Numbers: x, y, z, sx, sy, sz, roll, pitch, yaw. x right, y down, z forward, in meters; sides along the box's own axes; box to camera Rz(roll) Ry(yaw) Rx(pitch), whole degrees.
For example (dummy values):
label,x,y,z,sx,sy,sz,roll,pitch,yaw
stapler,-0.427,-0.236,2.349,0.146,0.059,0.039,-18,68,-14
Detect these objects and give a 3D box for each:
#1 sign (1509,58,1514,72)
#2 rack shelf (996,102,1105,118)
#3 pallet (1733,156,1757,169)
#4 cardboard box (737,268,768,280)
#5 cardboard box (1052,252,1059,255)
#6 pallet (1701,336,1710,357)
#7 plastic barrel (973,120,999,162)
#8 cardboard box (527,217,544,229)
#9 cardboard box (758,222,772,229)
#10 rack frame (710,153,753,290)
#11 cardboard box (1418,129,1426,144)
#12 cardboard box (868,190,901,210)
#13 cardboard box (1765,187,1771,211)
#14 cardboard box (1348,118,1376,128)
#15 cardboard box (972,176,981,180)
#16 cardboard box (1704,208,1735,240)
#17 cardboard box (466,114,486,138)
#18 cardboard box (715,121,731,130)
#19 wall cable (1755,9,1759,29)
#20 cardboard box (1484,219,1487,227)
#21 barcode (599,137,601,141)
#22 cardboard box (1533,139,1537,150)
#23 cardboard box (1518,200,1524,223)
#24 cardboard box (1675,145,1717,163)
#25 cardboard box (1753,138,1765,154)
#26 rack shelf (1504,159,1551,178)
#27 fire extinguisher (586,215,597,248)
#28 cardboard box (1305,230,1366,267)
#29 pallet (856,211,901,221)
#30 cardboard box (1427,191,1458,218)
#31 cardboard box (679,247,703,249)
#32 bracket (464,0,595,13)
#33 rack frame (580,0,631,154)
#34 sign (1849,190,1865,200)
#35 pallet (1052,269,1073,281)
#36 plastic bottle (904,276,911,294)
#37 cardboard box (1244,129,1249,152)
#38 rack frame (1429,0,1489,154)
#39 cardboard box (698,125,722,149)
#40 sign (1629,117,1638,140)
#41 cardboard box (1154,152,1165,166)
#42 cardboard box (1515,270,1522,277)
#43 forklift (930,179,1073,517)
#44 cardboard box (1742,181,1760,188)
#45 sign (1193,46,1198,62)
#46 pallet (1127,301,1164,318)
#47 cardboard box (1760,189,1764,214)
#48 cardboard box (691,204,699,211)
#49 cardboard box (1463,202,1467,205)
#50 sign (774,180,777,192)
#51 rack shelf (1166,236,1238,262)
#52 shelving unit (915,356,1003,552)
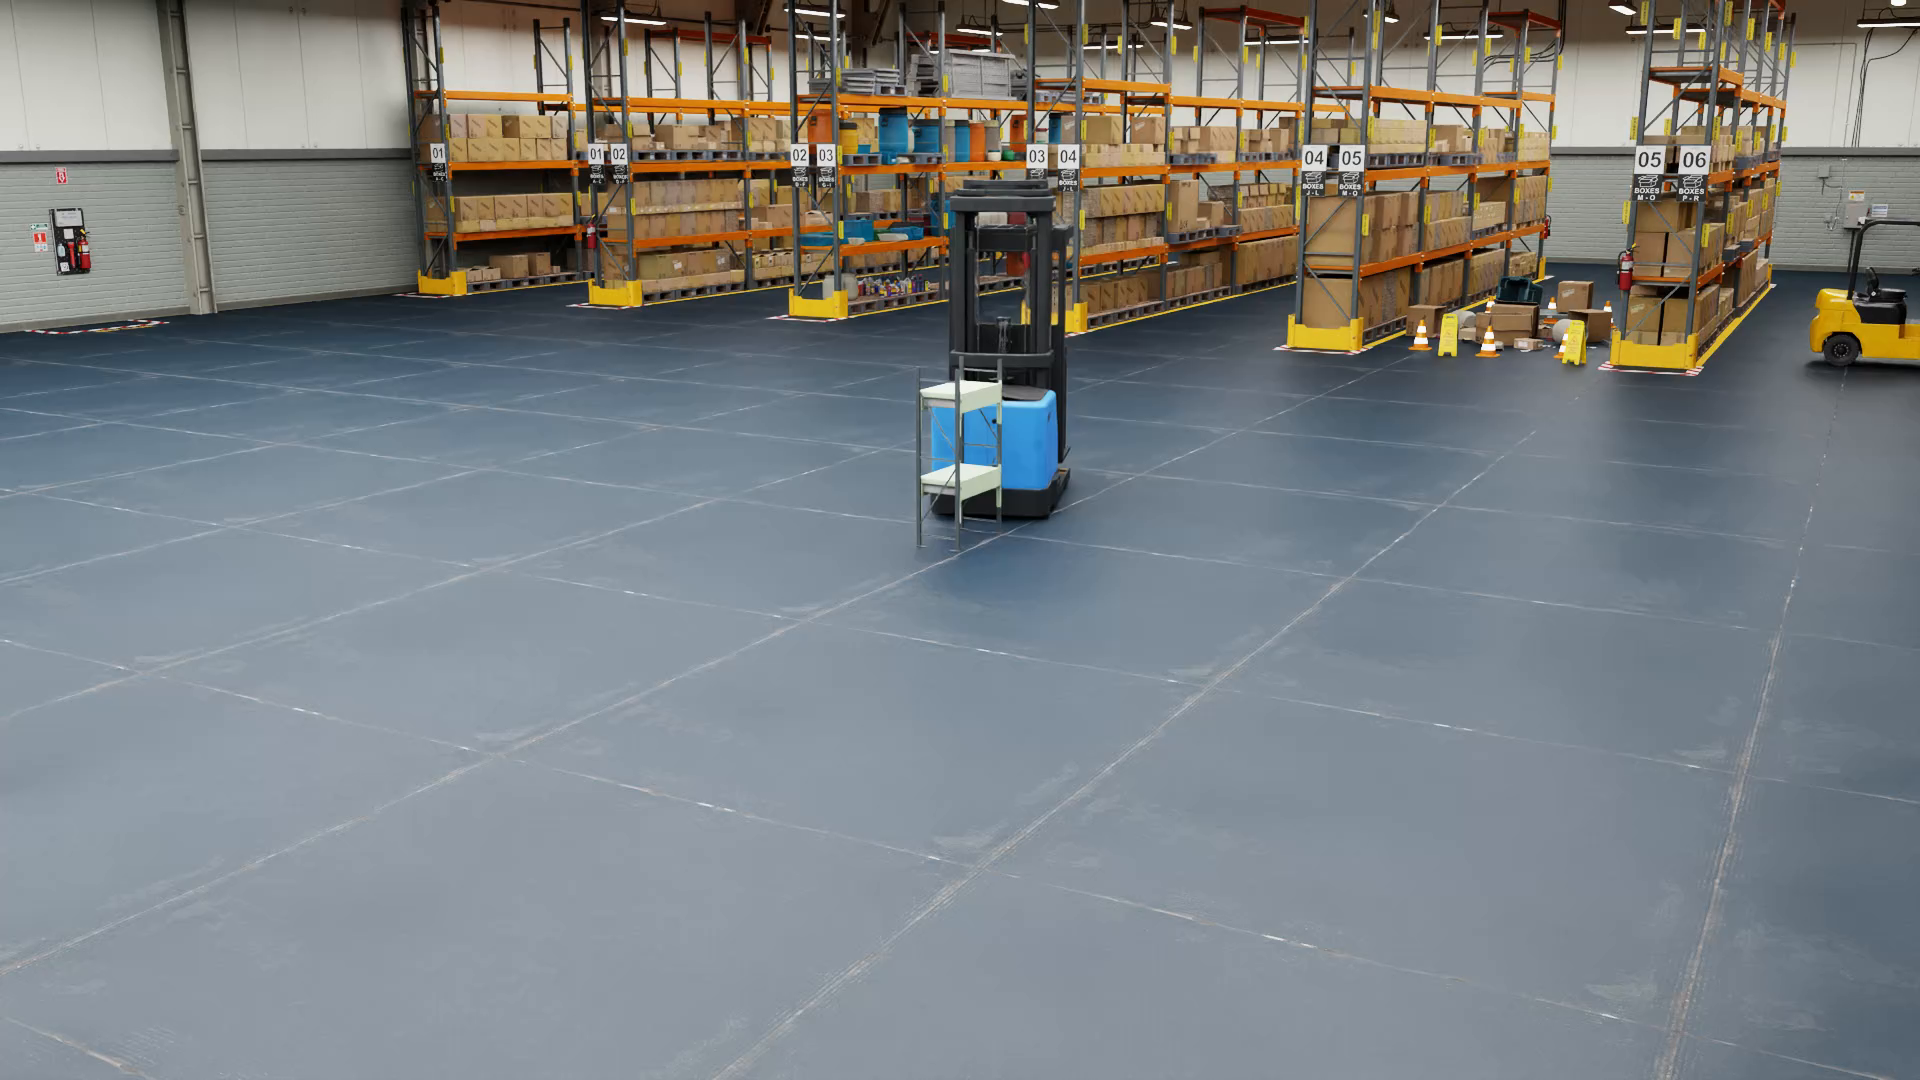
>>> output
label,x,y,z,sx,sy,sz,roll,pitch,yaw
sign,13.183,-11.340,39.710,0.100,0.325,0.005,7,15,28
rack shelf,2.128,-10.155,39.343,1.077,0.370,4.000,7,15,28
pallet,13.129,-6.562,28.854,1.213,0.211,1.003,7,15,28
cardboard box,-4.695,-6.036,37.640,0.500,0.250,0.500,7,15,27
cardboard box,1.587,-5.130,29.447,0.380,0.149,0.250,7,15,28
pallet,11.356,-3.119,26.521,1.003,0.211,1.213,7,15,28
plastic barrel,0.574,-8.930,37.206,0.600,0.901,0.600,0,14,0
cardboard box,-9.886,-7.273,38.080,0.500,0.250,0.500,7,15,28
cardboard box,-4.499,-7.150,37.828,0.380,0.149,0.250,7,15,28
rack frame,-5.107,-7.114,37.140,1.000,3.000,0.127,7,15,28
cardboard box,7.843,-7.060,29.095,0.500,0.250,0.500,7,15,27
cardboard box,-1.941,-8.788,42.974,0.700,0.500,0.500,10,17,37
cardboard box,17.055,-7.321,35.652,0.500,0.500,0.500,8,16,29
cardboard box,6.363,-6.596,26.319,0.380,0.149,0.250,8,15,29
cardboard box,0.230,-9.777,45.842,0.500,0.500,0.500,8,16,30
cardboard box,12.716,-5.329,27.993,0.500,0.500,0.500,8,16,29
cardboard box,-10.693,-9.005,36.195,0.500,0.500,0.500,7,15,27
cardboard box,-6.371,-11.120,44.606,0.500,0.250,0.500,7,15,26
wall cable,19.186,-14.536,42.328,2.355,3.000,0.029,7,15,28
cardboard box,10.822,-6.652,34.864,0.380,0.149,0.250,8,16,29
barcode,-7.317,-8.150,33.800,0.001,0.075,0.075,7,15,28
cardboard box,12.907,-9.063,38.078,0.500,0.250,0.500,7,15,26
cardboard box,12.417,-7.418,37.554,0.500,0.500,0.500,7,15,28
cardboard box,10.781,-5.650,24.354,0.500,0.250,0.500,7,15,27
cardboard box,15.864,-7.923,33.393,0.500,0.311,0.500,7,15,28
rack shelf,12.691,-8.568,38.307,1.077,0.370,4.000,7,15,28
fire extinguisher,-7.504,-6.284,33.863,0.296,0.674,0.183,7,15,28
cardboard box,6.063,-4.741,26.980,0.875,0.550,0.550,7,15,28
pallet,-2.237,-8.240,42.224,1.003,0.211,1.213,7,15,28
cardboard box,9.321,-6.568,32.531,0.700,0.500,0.500,7,15,27
cardboard box,-5.840,-6.182,36.649,0.500,0.500,0.500,7,15,28
bracket,-10.040,-12.335,38.317,0.076,0.066,4.783,7,15,28
rack frame,-7.040,-9.209,33.033,1.000,3.000,0.127,7,15,28
sign,22.565,-8.671,41.840,0.339,0.242,0.001,7,15,28
pallet,2.097,-6.433,40.265,1.003,0.211,1.213,7,15,28
plastic bottle,-1.080,-5.207,33.947,0.144,0.351,0.185,7,15,28
cardboard box,6.069,-8.842,36.802,0.500,0.500,0.500,8,16,31
rack frame,9.790,-9.145,32.766,1.000,3.000,0.127,7,15,28
cardboard box,-5.581,-8.819,36.407,0.500,0.500,0.500,9,16,33
sign,9.829,-6.003,24.243,0.100,0.325,0.005,7,15,28
cardboard box,3.572,-7.253,31.637,0.500,0.250,0.500,8,16,30
cardboard box,12.773,-6.176,38.440,0.380,0.149,0.250,7,15,27
forklift,0.478,-1.926,15.768,1.130,2.935,3.031,2,14,9
cardboard box,16.486,-7.394,34.574,0.380,0.149,0.250,7,15,27
sign,5.010,-10.321,35.312,0.100,0.325,0.005,7,15,28
pallet,3.270,-4.493,32.220,1.003,0.211,1.213,7,15,28
cardboard box,16.110,-6.924,34.005,0.500,0.500,0.500,8,16,30
cardboard box,-5.791,-7.082,35.413,0.380,0.149,0.250,8,16,30
cardboard box,10.752,-7.231,35.996,0.380,0.149,0.250,7,15,27
sign,-5.098,-9.780,45.900,0.100,0.325,0.005,7,15,28
rack shelf,4.530,-6.051,34.268,1.077,0.370,4.000,7,15,28
shelving unit,-0.003,-0.728,13.852,0.431,1.500,0.755,7,15,28
